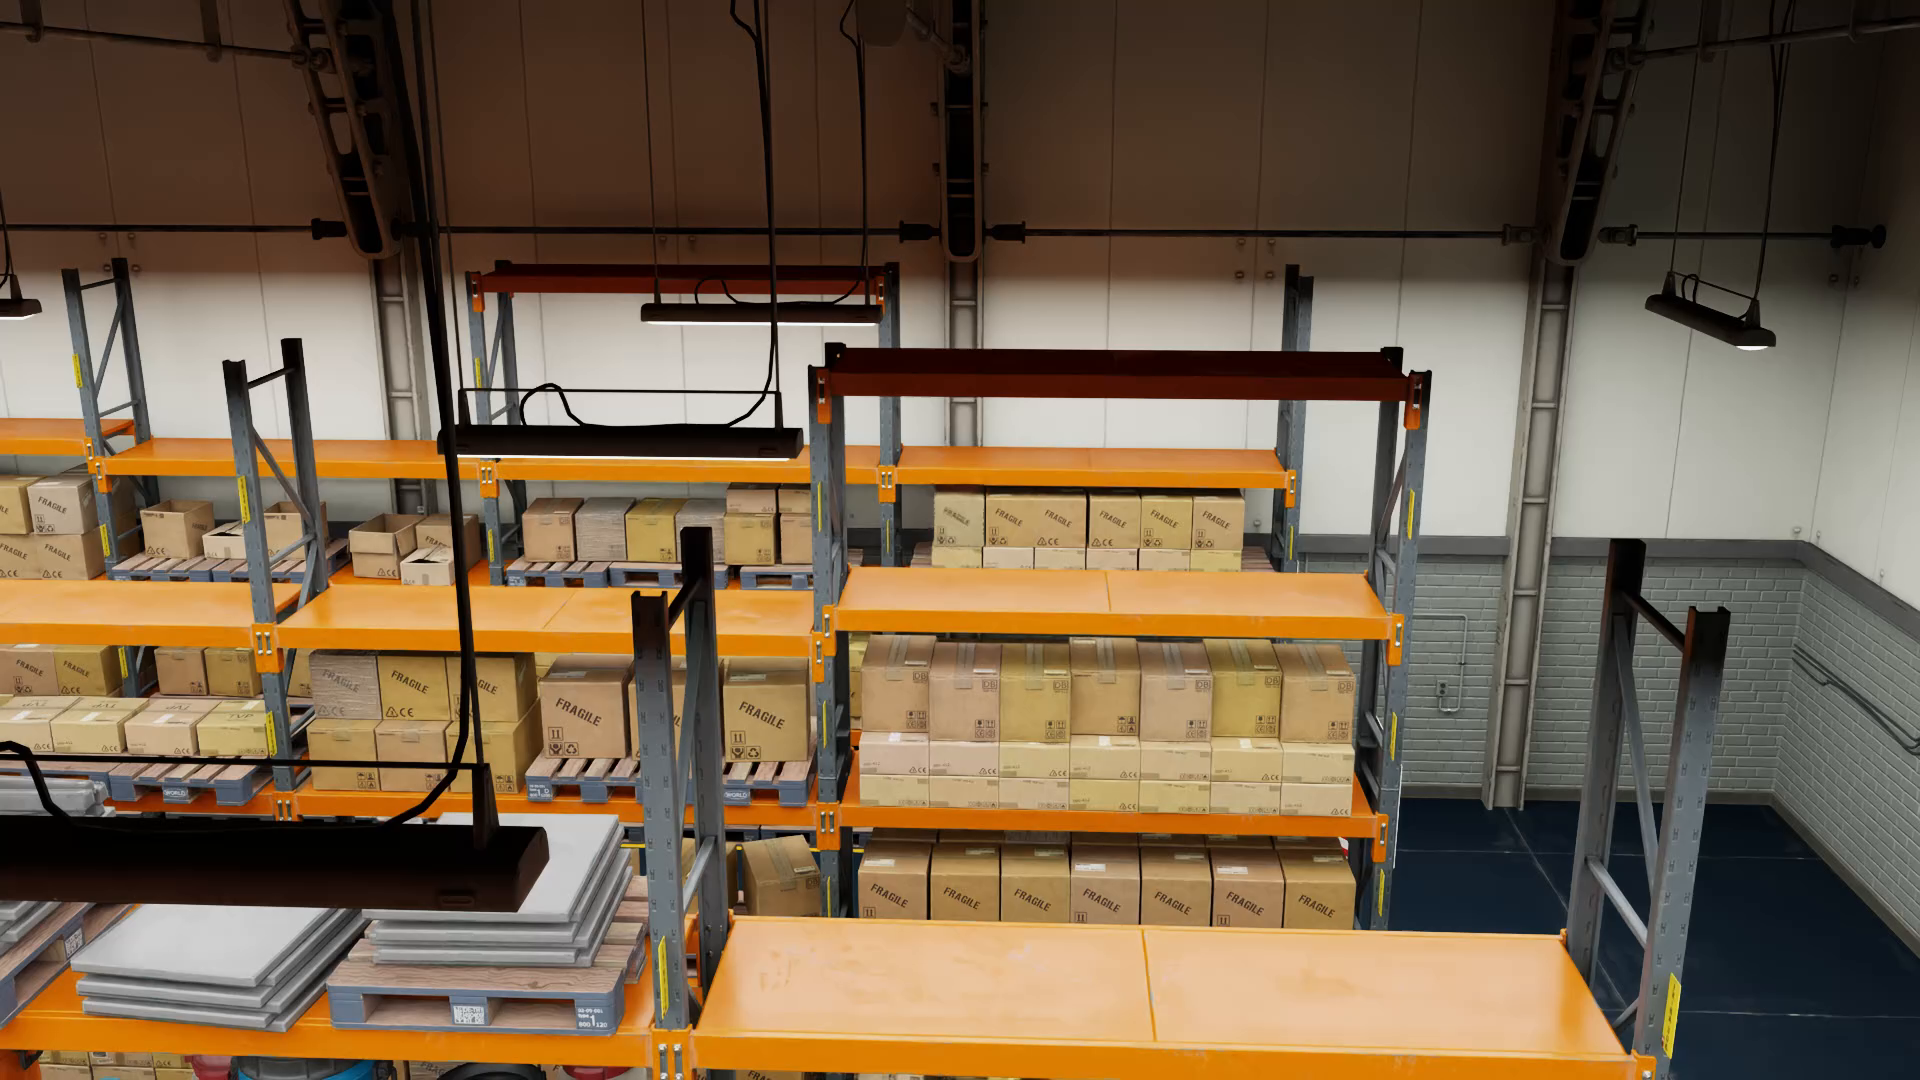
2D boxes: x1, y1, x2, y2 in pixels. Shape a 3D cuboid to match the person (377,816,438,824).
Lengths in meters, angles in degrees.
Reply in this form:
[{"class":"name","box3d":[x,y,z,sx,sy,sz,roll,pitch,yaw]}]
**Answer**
[{"class":"person","box3d":[-5.214,2.846,15.728,0.646,1.731,0.623,6,17,21]}]
